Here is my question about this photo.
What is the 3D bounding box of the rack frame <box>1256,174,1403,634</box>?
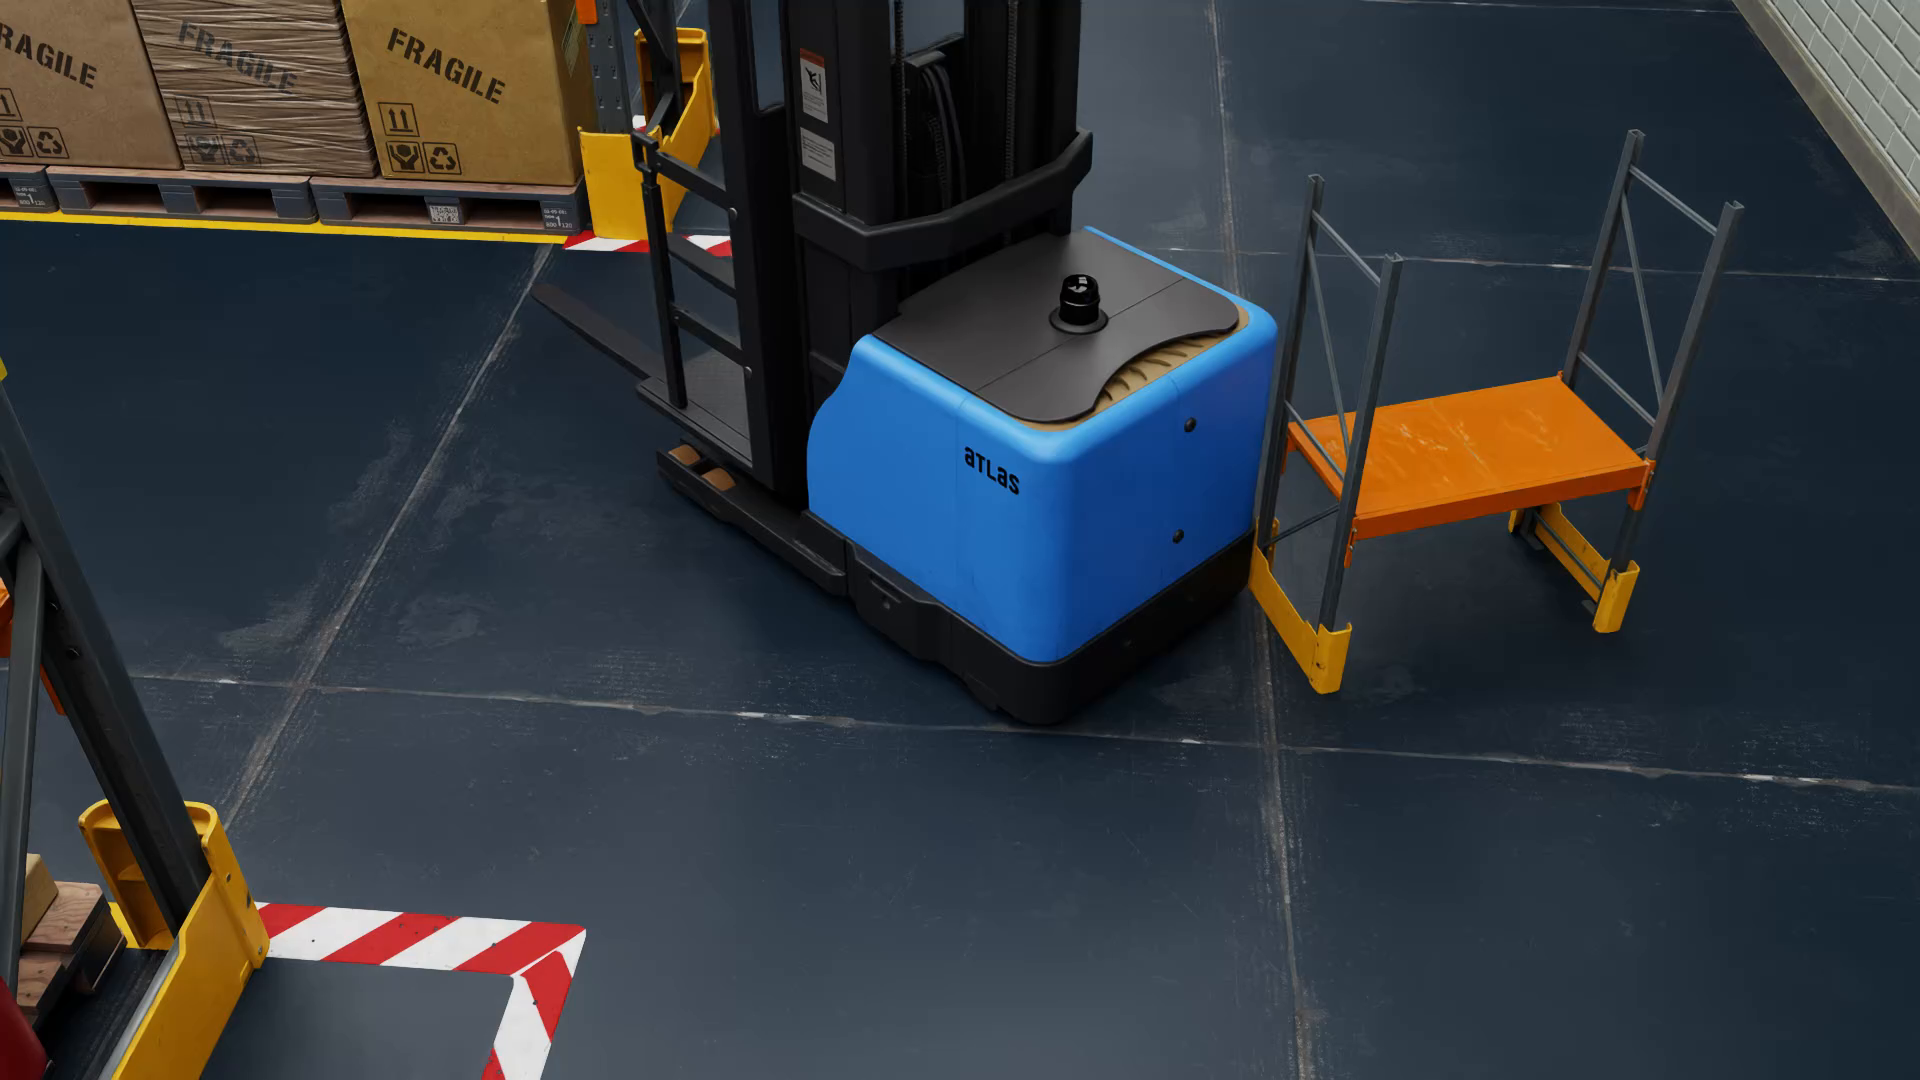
[{"bbox_3d":[1.051,-0.282,4.909,0.032,1.500,0.500,-10,40,-12],"label":"rack frame"}]

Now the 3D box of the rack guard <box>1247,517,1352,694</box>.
[{"bbox_3d":[1.070,0.199,5.307,0.087,0.250,0.587,-10,40,-12],"label":"rack guard"}]

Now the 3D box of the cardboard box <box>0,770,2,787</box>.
[{"bbox_3d":[-2.468,0.717,3.947,0.250,0.149,0.380,1,39,2],"label":"cardboard box"}]

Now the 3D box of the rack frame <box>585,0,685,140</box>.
[{"bbox_3d":[-1.447,-2.867,6.896,0.127,3.000,1.000,3,39,4],"label":"rack frame"}]

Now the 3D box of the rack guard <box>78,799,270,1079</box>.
[{"bbox_3d":[-2.051,1.213,3.864,0.348,0.500,1.175,3,39,4],"label":"rack guard"}]

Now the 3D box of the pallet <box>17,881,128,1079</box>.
[{"bbox_3d":[-2.858,1.258,4.037,1.213,0.211,1.003,3,39,4],"label":"pallet"}]

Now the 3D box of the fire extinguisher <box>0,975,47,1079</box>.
[{"bbox_3d":[-1.764,0.726,2.839,0.183,0.674,0.296,3,39,4],"label":"fire extinguisher"}]

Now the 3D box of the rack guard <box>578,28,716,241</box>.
[{"bbox_3d":[-1.423,-1.896,7.683,0.348,0.500,1.175,3,39,4],"label":"rack guard"}]

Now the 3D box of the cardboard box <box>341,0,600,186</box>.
[{"bbox_3d":[-2.091,-2.190,7.415,0.875,0.875,0.875,3,39,4],"label":"cardboard box"}]

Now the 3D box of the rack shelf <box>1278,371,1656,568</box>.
[{"bbox_3d":[1.540,-0.232,5.132,1.000,0.185,0.538,-10,40,-12],"label":"rack shelf"}]

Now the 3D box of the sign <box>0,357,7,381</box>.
[{"bbox_3d":[-1.929,-0.430,3.216,0.005,0.325,0.100,3,39,4],"label":"sign"}]

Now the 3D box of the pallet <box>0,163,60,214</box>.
[{"bbox_3d":[-4.681,-1.912,7.932,1.213,0.211,1.003,3,39,4],"label":"pallet"}]

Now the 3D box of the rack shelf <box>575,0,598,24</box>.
[{"bbox_3d":[-3.440,-2.697,7.257,4.000,0.370,1.077,3,39,4],"label":"rack shelf"}]

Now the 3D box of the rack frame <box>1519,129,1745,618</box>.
[{"bbox_3d":[2.028,-0.461,5.128,0.032,1.500,0.500,-10,40,-12],"label":"rack frame"}]

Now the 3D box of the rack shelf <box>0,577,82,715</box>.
[{"bbox_3d":[-3.968,0.417,3.431,4.000,0.370,1.077,3,39,4],"label":"rack shelf"}]

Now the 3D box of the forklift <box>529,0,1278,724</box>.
[{"bbox_3d":[-0.432,-1.421,5.174,1.130,2.935,3.031,-31,48,-32],"label":"forklift"}]

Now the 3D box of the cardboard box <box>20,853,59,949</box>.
[{"bbox_3d":[-2.470,0.960,4.120,0.250,0.149,0.380,4,39,5],"label":"cardboard box"}]

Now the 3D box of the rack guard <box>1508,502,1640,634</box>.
[{"bbox_3d":[2.027,0.024,5.522,0.087,0.250,0.587,-10,40,-12],"label":"rack guard"}]

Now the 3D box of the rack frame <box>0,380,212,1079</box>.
[{"bbox_3d":[-1.976,0.247,3.070,0.127,3.000,1.000,3,39,4],"label":"rack frame"}]

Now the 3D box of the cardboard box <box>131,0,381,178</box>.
[{"bbox_3d":[-2.998,-2.240,7.476,0.875,0.875,0.875,3,39,4],"label":"cardboard box"}]

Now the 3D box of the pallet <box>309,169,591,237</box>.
[{"bbox_3d":[-2.250,-1.779,7.769,1.213,0.211,1.003,3,39,4],"label":"pallet"}]

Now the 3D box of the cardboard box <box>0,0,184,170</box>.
[{"bbox_3d":[-3.885,-2.288,7.535,0.875,0.875,0.875,3,39,4],"label":"cardboard box"}]

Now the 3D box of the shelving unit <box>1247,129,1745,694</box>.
[{"bbox_3d":[1.548,-0.373,5.020,1.083,1.500,0.587,-10,40,-12],"label":"shelving unit"}]

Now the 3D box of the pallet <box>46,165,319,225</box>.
[{"bbox_3d":[-3.462,-1.848,7.853,1.213,0.211,1.003,3,39,4],"label":"pallet"}]
